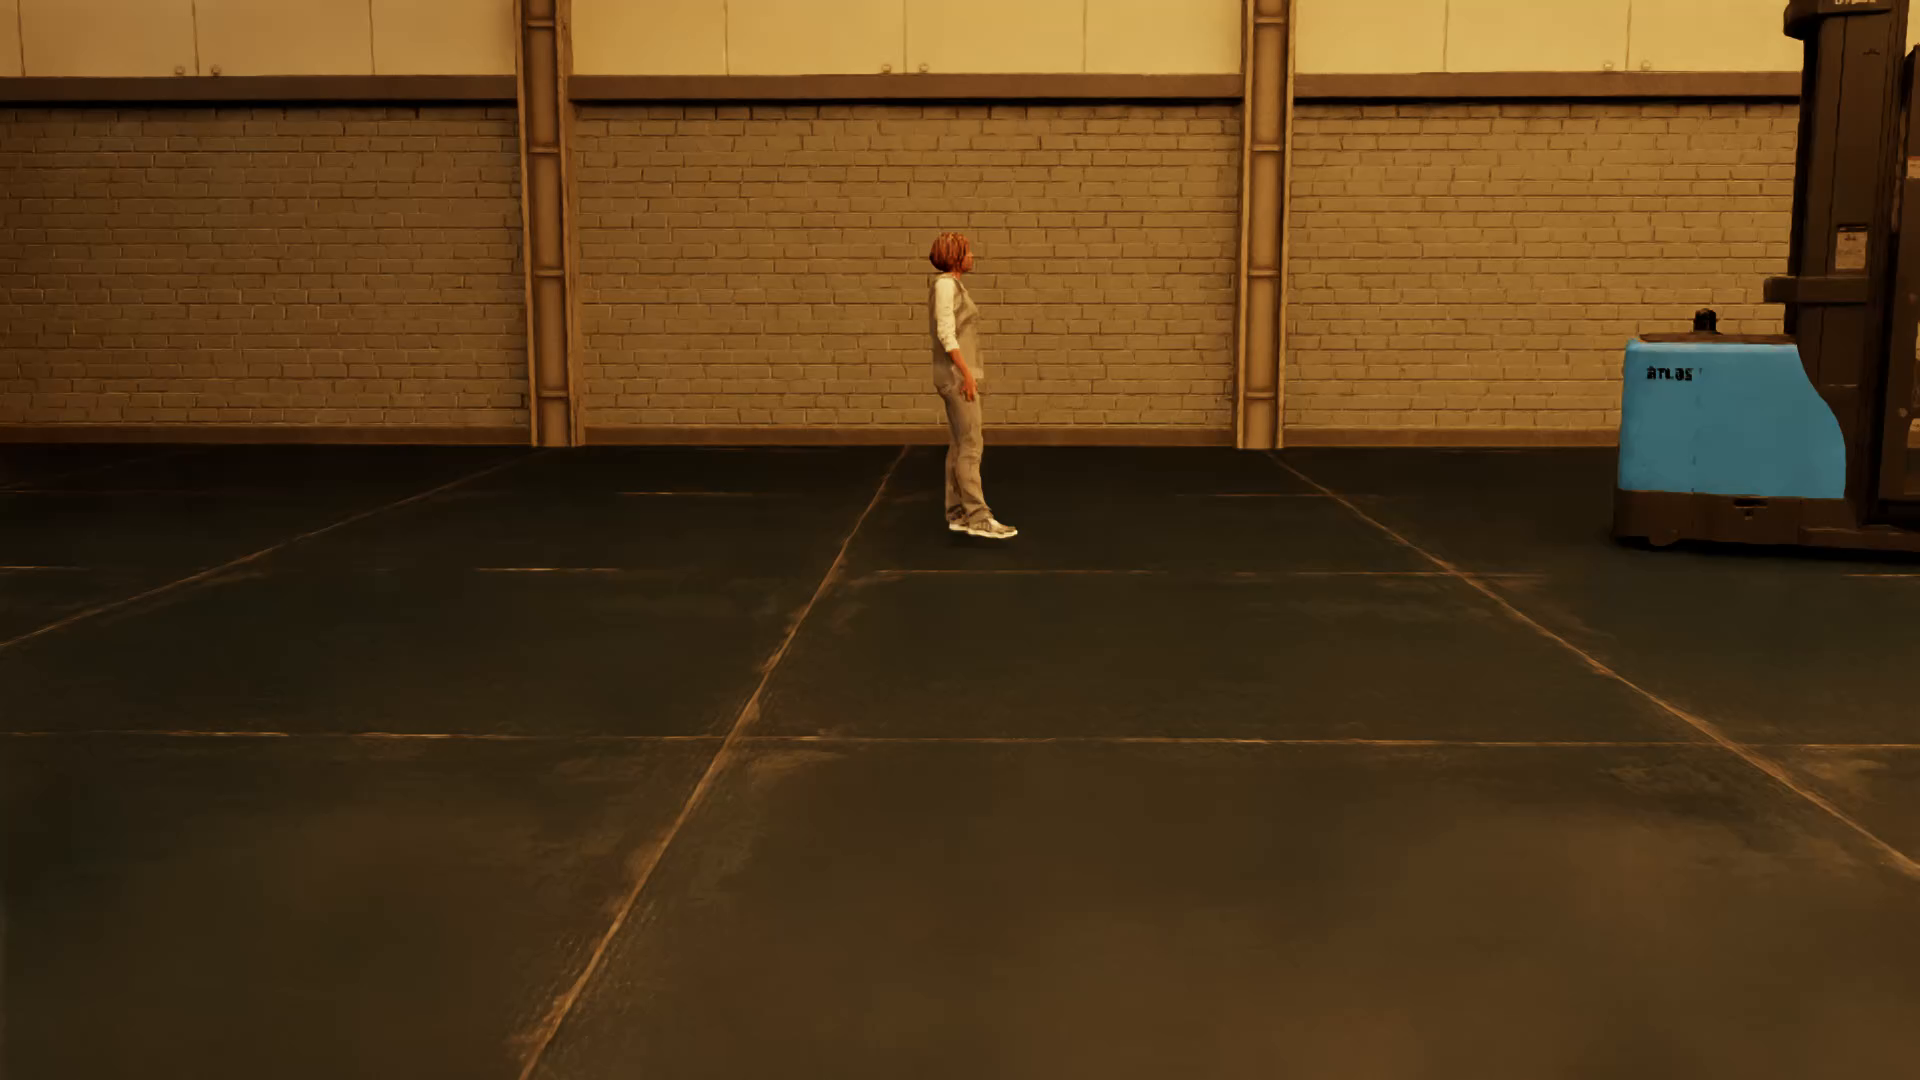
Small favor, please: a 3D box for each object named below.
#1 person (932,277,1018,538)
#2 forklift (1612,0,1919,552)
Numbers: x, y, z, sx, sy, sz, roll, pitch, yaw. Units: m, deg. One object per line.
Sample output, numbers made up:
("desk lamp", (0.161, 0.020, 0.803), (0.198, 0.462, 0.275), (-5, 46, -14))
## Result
("person", (0.079, -0.716, 8.877), (0.463, 1.360, 0.521), (0, 9, 1))
("forklift", (5.003, -1.390, 8.397), (3.031, 2.935, 1.130), (3, 9, 21))
